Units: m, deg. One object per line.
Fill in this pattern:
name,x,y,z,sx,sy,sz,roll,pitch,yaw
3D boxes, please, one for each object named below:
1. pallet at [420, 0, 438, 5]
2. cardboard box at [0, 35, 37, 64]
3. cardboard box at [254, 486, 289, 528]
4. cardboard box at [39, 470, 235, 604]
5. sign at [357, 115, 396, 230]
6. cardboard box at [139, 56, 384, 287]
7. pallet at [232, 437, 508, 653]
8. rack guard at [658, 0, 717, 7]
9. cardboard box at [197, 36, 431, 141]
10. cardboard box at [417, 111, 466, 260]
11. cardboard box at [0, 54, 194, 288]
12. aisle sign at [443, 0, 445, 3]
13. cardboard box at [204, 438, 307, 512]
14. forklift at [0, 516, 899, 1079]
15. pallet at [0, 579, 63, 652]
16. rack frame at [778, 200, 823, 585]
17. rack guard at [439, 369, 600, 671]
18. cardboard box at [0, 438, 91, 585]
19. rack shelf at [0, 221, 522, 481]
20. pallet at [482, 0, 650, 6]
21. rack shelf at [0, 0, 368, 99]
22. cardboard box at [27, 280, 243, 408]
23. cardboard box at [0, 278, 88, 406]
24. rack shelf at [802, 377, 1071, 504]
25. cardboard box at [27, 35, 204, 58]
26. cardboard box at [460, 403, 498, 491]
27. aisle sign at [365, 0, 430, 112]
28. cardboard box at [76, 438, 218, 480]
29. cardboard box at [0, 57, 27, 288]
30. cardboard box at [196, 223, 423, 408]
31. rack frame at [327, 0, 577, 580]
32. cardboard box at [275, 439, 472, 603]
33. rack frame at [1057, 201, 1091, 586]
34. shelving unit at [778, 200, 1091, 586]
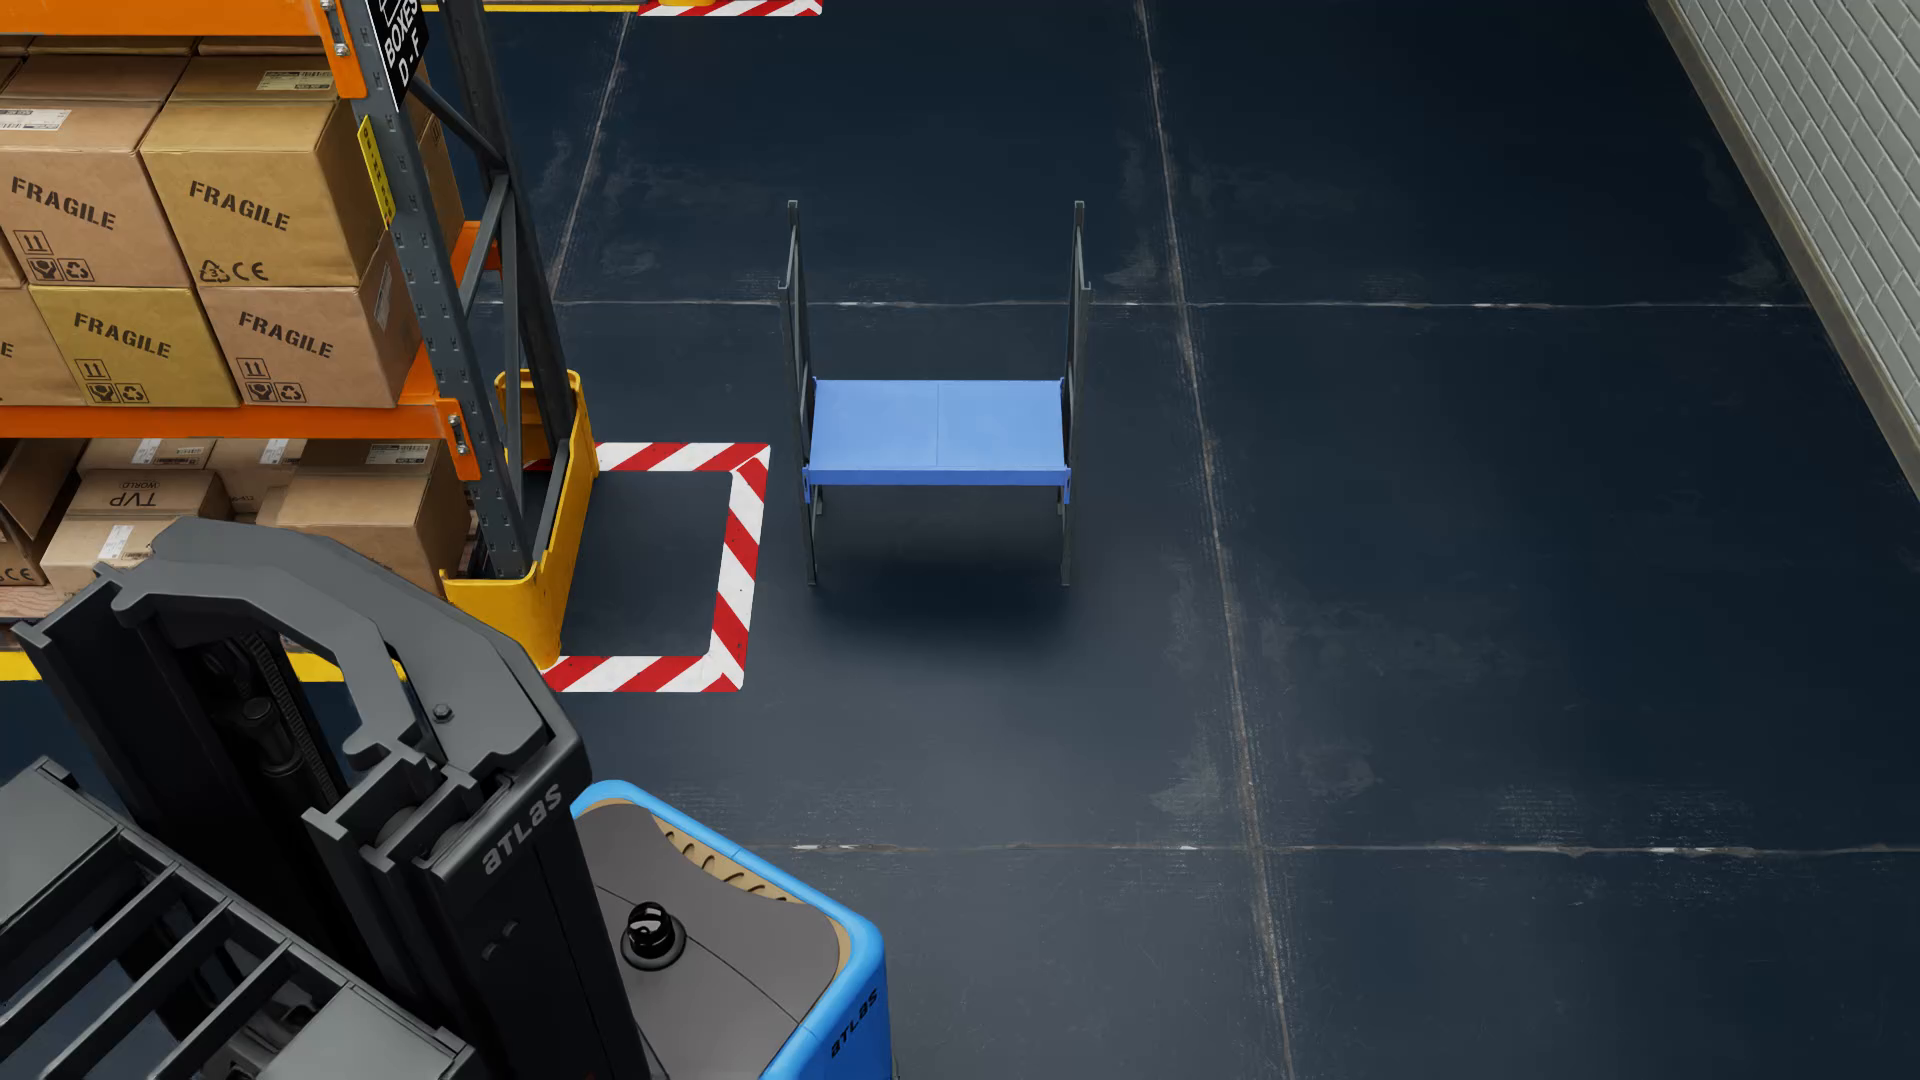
pallet,-3.643,-3.576,10.015,1.213,0.211,1.003,0,47,0
cardboard box,-3.107,-1.520,5.445,0.500,0.500,0.500,1,47,1
cardboard box,-2.591,-0.023,6.438,0.250,0.166,0.380,0,47,0
cardboard box,-3.136,-0.009,6.368,0.500,0.250,0.500,0,47,0
sign,-1.664,-1.046,4.748,0.005,0.325,0.100,0,47,0
cardboard box,-2.088,-1.125,5.077,0.500,0.500,0.500,0,47,0
pallet,-2.515,-0.002,6.688,1.213,0.211,1.003,0,47,0
rack guard,-1.603,-3.724,9.956,0.348,0.500,1.175,0,47,0
cardboard box,-2.084,-1.519,5.444,0.500,0.500,0.500,1,47,1
cardboard box,-2.084,-1.178,5.810,0.500,0.500,0.500,1,47,1
cardboard box,-2.593,-1.125,5.078,0.500,0.500,0.500,1,47,1
aisle sign,-1.572,-2.051,4.914,0.004,0.787,0.394,0,47,0
cardboard box,-2.684,-0.374,6.707,0.500,0.250,0.500,0,47,0
forklift,-1.398,1.494,3.438,1.130,2.935,3.031,25,52,21
pallet,-3.732,-0.007,6.693,1.213,0.211,1.003,0,47,0
rack frame,-0.594,-0.513,6.283,0.032,1.500,0.500,0,47,0
rack guard,-1.717,-0.099,6.581,0.348,0.500,1.175,0,47,0
cardboard box,-3.763,-0.259,6.427,0.637,0.503,0.797,0,47,0
rack shelf,-3.641,-0.710,5.934,4.000,0.370,1.077,0,47,0
pallet,-2.427,-3.571,10.010,1.213,0.211,1.003,0,47,0
rack shelf,-3.641,-1.732,4.836,4.000,0.370,1.077,0,47,0
cardboard box,-2.609,-0.785,5.444,0.500,0.500,0.500,1,47,0
cardboard box,-3.108,-0.790,5.449,0.500,0.500,0.500,0,47,0
rack shelf,-0.085,-0.389,6.414,1.000,0.185,0.538,0,47,0
cardboard box,-2.607,-1.515,5.440,0.500,0.500,0.500,1,47,1
cardboard box,-2.059,-0.381,6.784,0.250,0.149,0.380,0,47,0
aisle sign,-1.574,-1.611,4.505,0.004,0.787,0.394,0,47,0
cardboard box,-3.184,-0.375,6.708,0.500,0.250,0.500,0,47,0
cardboard box,-3.111,-1.123,5.076,0.500,0.500,0.500,1,47,1
cardboard box,-2.090,-0.786,5.445,0.500,0.500,0.500,1,47,1
rack frame,-1.641,-0.950,5.666,0.127,3.000,1.000,0,47,0
cardboard box,-2.186,-0.069,6.253,0.500,0.500,0.500,0,47,0
rack frame,0.423,-0.510,6.281,0.032,1.500,0.500,0,47,0
shelving unit,-0.085,-0.511,6.282,1.048,1.500,0.538,0,47,0
